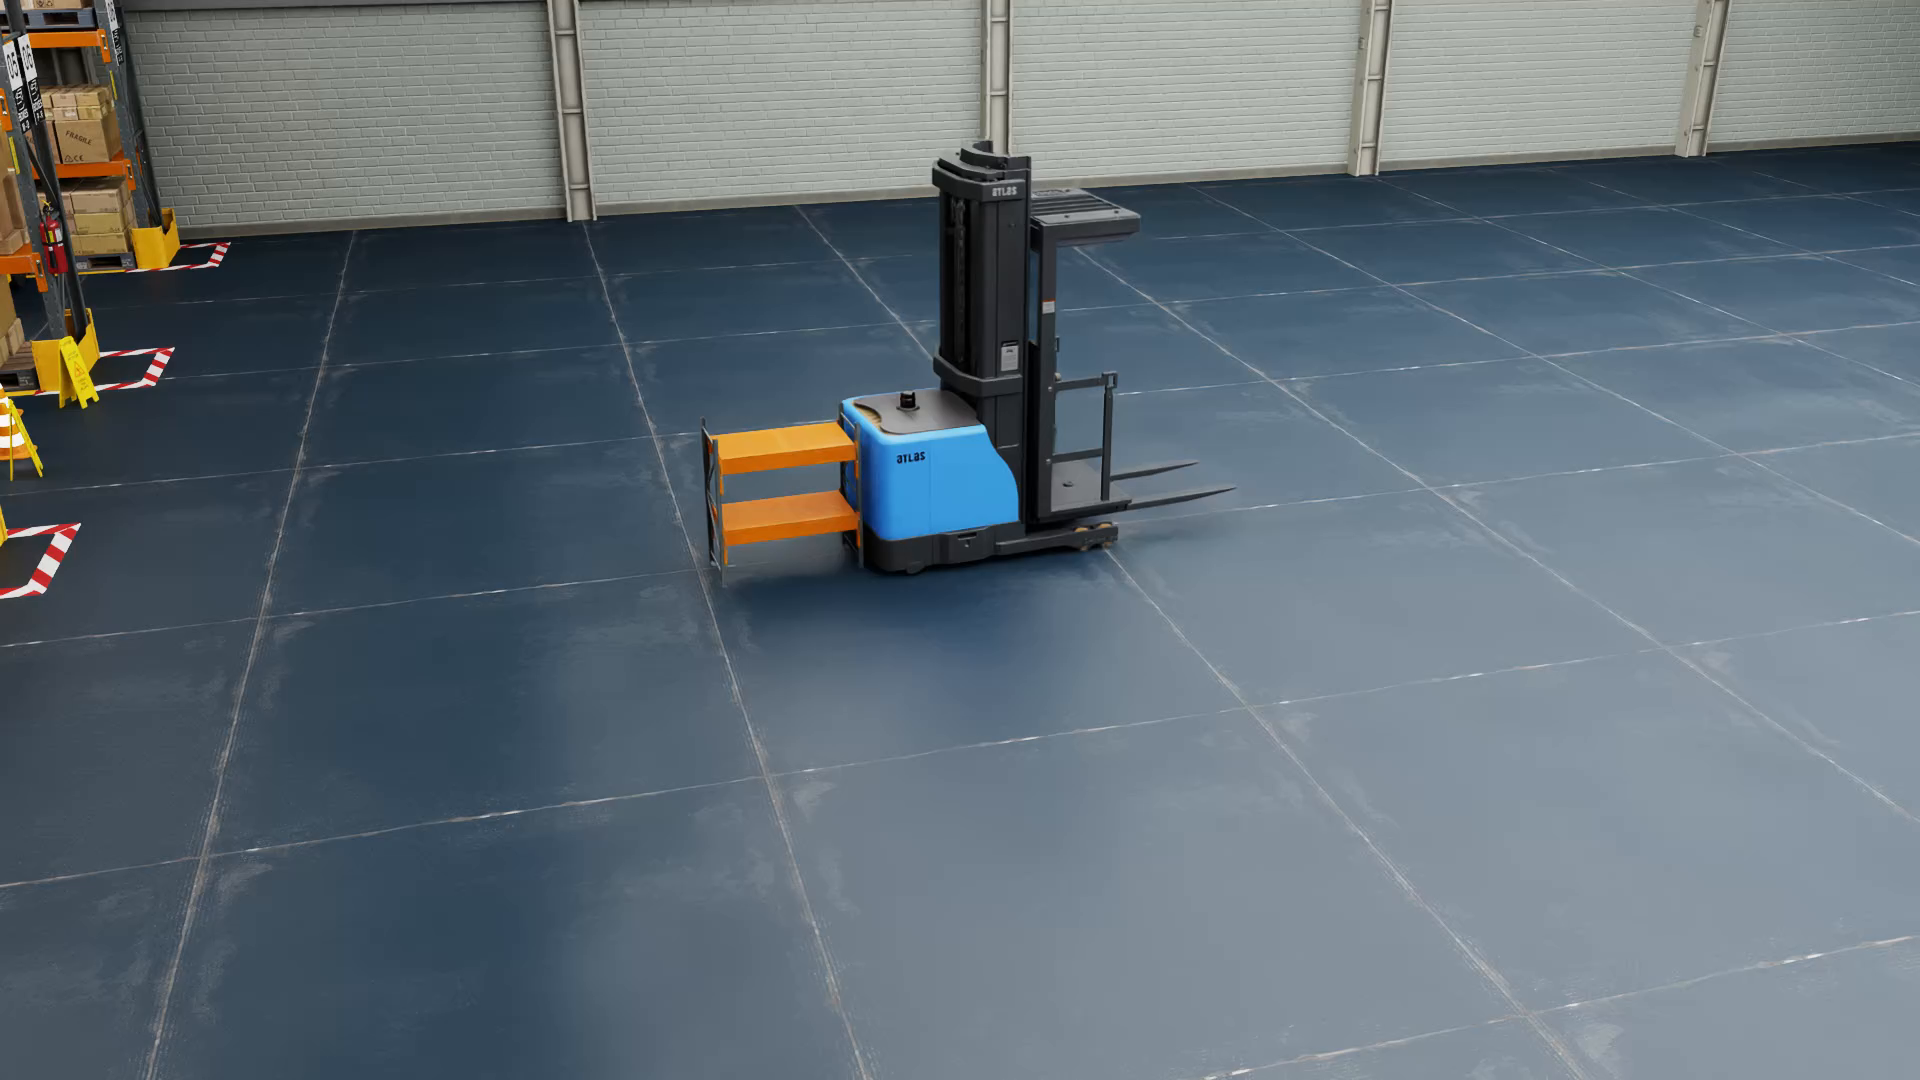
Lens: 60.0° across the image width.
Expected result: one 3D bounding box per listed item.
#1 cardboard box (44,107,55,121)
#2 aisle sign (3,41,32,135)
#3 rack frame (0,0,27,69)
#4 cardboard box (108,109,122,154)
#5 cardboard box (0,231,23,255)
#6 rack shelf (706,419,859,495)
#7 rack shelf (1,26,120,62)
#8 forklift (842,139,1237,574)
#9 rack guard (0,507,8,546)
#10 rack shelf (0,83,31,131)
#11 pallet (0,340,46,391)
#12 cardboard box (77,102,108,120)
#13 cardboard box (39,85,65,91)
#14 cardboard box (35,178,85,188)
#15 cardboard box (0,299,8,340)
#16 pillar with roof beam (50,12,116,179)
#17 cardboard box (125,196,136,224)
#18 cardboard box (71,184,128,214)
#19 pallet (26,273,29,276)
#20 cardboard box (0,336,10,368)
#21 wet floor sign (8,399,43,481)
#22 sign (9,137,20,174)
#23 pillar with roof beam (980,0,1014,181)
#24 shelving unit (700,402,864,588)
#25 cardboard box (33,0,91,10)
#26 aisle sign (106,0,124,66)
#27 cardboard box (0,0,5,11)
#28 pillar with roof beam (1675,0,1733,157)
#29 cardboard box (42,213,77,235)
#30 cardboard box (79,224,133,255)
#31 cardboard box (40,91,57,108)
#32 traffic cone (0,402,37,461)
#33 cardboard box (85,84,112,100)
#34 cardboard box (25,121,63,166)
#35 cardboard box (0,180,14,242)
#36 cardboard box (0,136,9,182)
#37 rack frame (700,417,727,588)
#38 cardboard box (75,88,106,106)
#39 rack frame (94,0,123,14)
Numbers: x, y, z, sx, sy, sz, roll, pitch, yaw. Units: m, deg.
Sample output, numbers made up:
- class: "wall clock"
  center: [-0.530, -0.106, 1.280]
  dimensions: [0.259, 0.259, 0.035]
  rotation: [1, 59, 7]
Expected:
- class: "cardboard box"
  center: [-10.876, -5.089, 19.787]
  dimensions: [0.250, 0.149, 0.380]
  rotation: [-6, 24, -13]
- class: "aisle sign"
  center: [-8.631, -4.138, 15.224]
  dimensions: [0.004, 0.787, 0.394]
  rotation: [-6, 24, -14]
- class: "rack frame"
  center: [-8.769, -5.804, 14.795]
  dimensions: [0.127, 3.000, 1.000]
  rotation: [-6, 24, -14]
- class: "cardboard box"
  center: [-10.665, -5.030, 20.472]
  dimensions: [0.500, 0.500, 0.500]
  rotation: [-6, 24, -13]
- class: "cardboard box"
  center: [-9.071, -2.811, 15.745]
  dimensions: [0.250, 0.149, 0.380]
  rotation: [-5, 24, -13]
- class: "rack shelf"
  center: [-1.280, -0.604, 11.918]
  dimensions: [1.000, 0.278, 0.538]
  rotation: [-8, 24, -17]
- class: "rack shelf"
  center: [-12.039, -5.766, 19.423]
  dimensions: [4.000, 0.370, 1.077]
  rotation: [-6, 24, -14]
- class: "forklift"
  center: [0.656, -1.457, 12.360]
  dimensions: [3.031, 2.935, 1.130]
  rotation: [-9, 25, -20]
- class: "rack guard"
  center: [-7.311, -0.033, 12.122]
  dimensions: [0.348, 0.500, 1.175]
  rotation: [-6, 24, -14]
- class: "rack shelf"
  center: [-10.694, -3.882, 15.032]
  dimensions: [4.000, 0.370, 1.077]
  rotation: [-6, 24, -14]
- class: "pallet"
  center: [-9.634, -1.685, 16.339]
  dimensions: [1.213, 0.211, 1.003]
  rotation: [-6, 24, -14]
- class: "cardboard box"
  center: [-10.371, -5.132, 19.887]
  dimensions: [0.250, 0.149, 0.380]
  rotation: [-6, 24, -14]
- class: "cardboard box"
  center: [-11.006, -5.409, 20.155]
  dimensions: [0.250, 0.149, 0.380]
  rotation: [-6, 24, -13]
- class: "cardboard box"
  center: [-11.107, -4.286, 20.552]
  dimensions: [0.500, 0.250, 0.500]
  rotation: [-6, 24, -14]
- class: "cardboard box"
  center: [-9.470, -2.137, 15.860]
  dimensions: [0.500, 0.500, 0.500]
  rotation: [-6, 24, -14]
- class: "pillar with roof beam"
  center: [-9.864, -6.322, 16.002]
  dimensions: [0.400, 9.000, 9.100]
  rotation: [-6, 24, -14]
- class: "cardboard box"
  center: [-10.622, -4.119, 20.797]
  dimensions: [0.500, 0.250, 0.500]
  rotation: [-6, 24, -13]
- class: "cardboard box"
  center: [-10.472, -4.153, 20.241]
  dimensions: [0.500, 0.250, 0.500]
  rotation: [-5, 24, -13]
- class: "pallet"
  center: [-12.011, -3.424, 20.392]
  dimensions: [1.213, 0.211, 1.003]
  rotation: [-6, 24, -14]
- class: "cardboard box"
  center: [-9.497, -1.786, 15.993]
  dimensions: [0.500, 0.250, 0.500]
  rotation: [-6, 24, -15]
- class: "wet floor sign"
  center: [-7.841, -0.852, 13.847]
  dimensions: [0.232, 0.644, 0.267]
  rotation: [-11, 25, -23]
- class: "sign"
  center: [-8.638, -3.512, 15.191]
  dimensions: [0.005, 0.325, 0.100]
  rotation: [-6, 24, -14]
- class: "pillar with roof beam"
  center: [1.690, -7.600, 18.980]
  dimensions: [0.400, 9.000, 9.100]
  rotation: [-6, 24, -14]
- class: "shelving unit"
  center: [-1.280, -0.335, 12.033]
  dimensions: [1.048, 1.125, 0.538]
  rotation: [-8, 24, -17]
- class: "cardboard box"
  center: [-10.474, -6.455, 19.330]
  dimensions: [0.500, 0.500, 0.500]
  rotation: [-6, 24, -13]
- class: "aisle sign"
  center: [-9.971, -6.022, 19.613]
  dimensions: [0.004, 0.787, 0.394]
  rotation: [-6, 24, -14]
- class: "cardboard box"
  center: [-11.073, -6.256, 19.164]
  dimensions: [0.258, 0.266, 0.396]
  rotation: [-6, 24, -14]
- class: "pillar with roof beam"
  center: [13.244, -8.878, 21.959]
  dimensions: [0.400, 9.000, 9.100]
  rotation: [-6, 24, -14]
- class: "cardboard box"
  center: [-10.983, -3.871, 20.217]
  dimensions: [0.500, 0.250, 0.500]
  rotation: [-7, 24, -15]
- class: "cardboard box"
  center: [-10.480, -3.691, 20.432]
  dimensions: [0.500, 0.250, 0.500]
  rotation: [-6, 24, -14]
- class: "cardboard box"
  center: [-10.875, -5.218, 19.710]
  dimensions: [0.250, 0.149, 0.380]
  rotation: [-6, 24, -13]
- class: "traffic cone"
  center: [-8.207, -0.961, 14.332]
  dimensions: [0.334, 0.463, 0.336]
  rotation: [-6, 24, -14]
- class: "cardboard box"
  center: [-10.494, -5.457, 20.268]
  dimensions: [0.250, 0.149, 0.380]
  rotation: [-7, 24, -15]
- class: "cardboard box"
  center: [-11.018, -4.773, 19.874]
  dimensions: [0.500, 0.500, 0.500]
  rotation: [-6, 24, -13]
- class: "cardboard box"
  center: [-9.217, -3.067, 15.521]
  dimensions: [0.500, 0.500, 0.500]
  rotation: [-7, 24, -15]
- class: "cardboard box"
  center: [-9.202, -3.552, 15.382]
  dimensions: [0.500, 0.500, 0.700]
  rotation: [-7, 24, -16]
- class: "rack frame"
  center: [-1.762, -0.270, 11.883]
  dimensions: [0.032, 1.125, 0.500]
  rotation: [-8, 24, -17]
- class: "cardboard box"
  center: [-10.401, -5.294, 19.887]
  dimensions: [0.250, 0.149, 0.380]
  rotation: [-6, 24, -14]
- class: "rack frame"
  center: [-10.113, -7.688, 19.186]
  dimensions: [0.127, 3.000, 1.000]
  rotation: [-6, 24, -14]
